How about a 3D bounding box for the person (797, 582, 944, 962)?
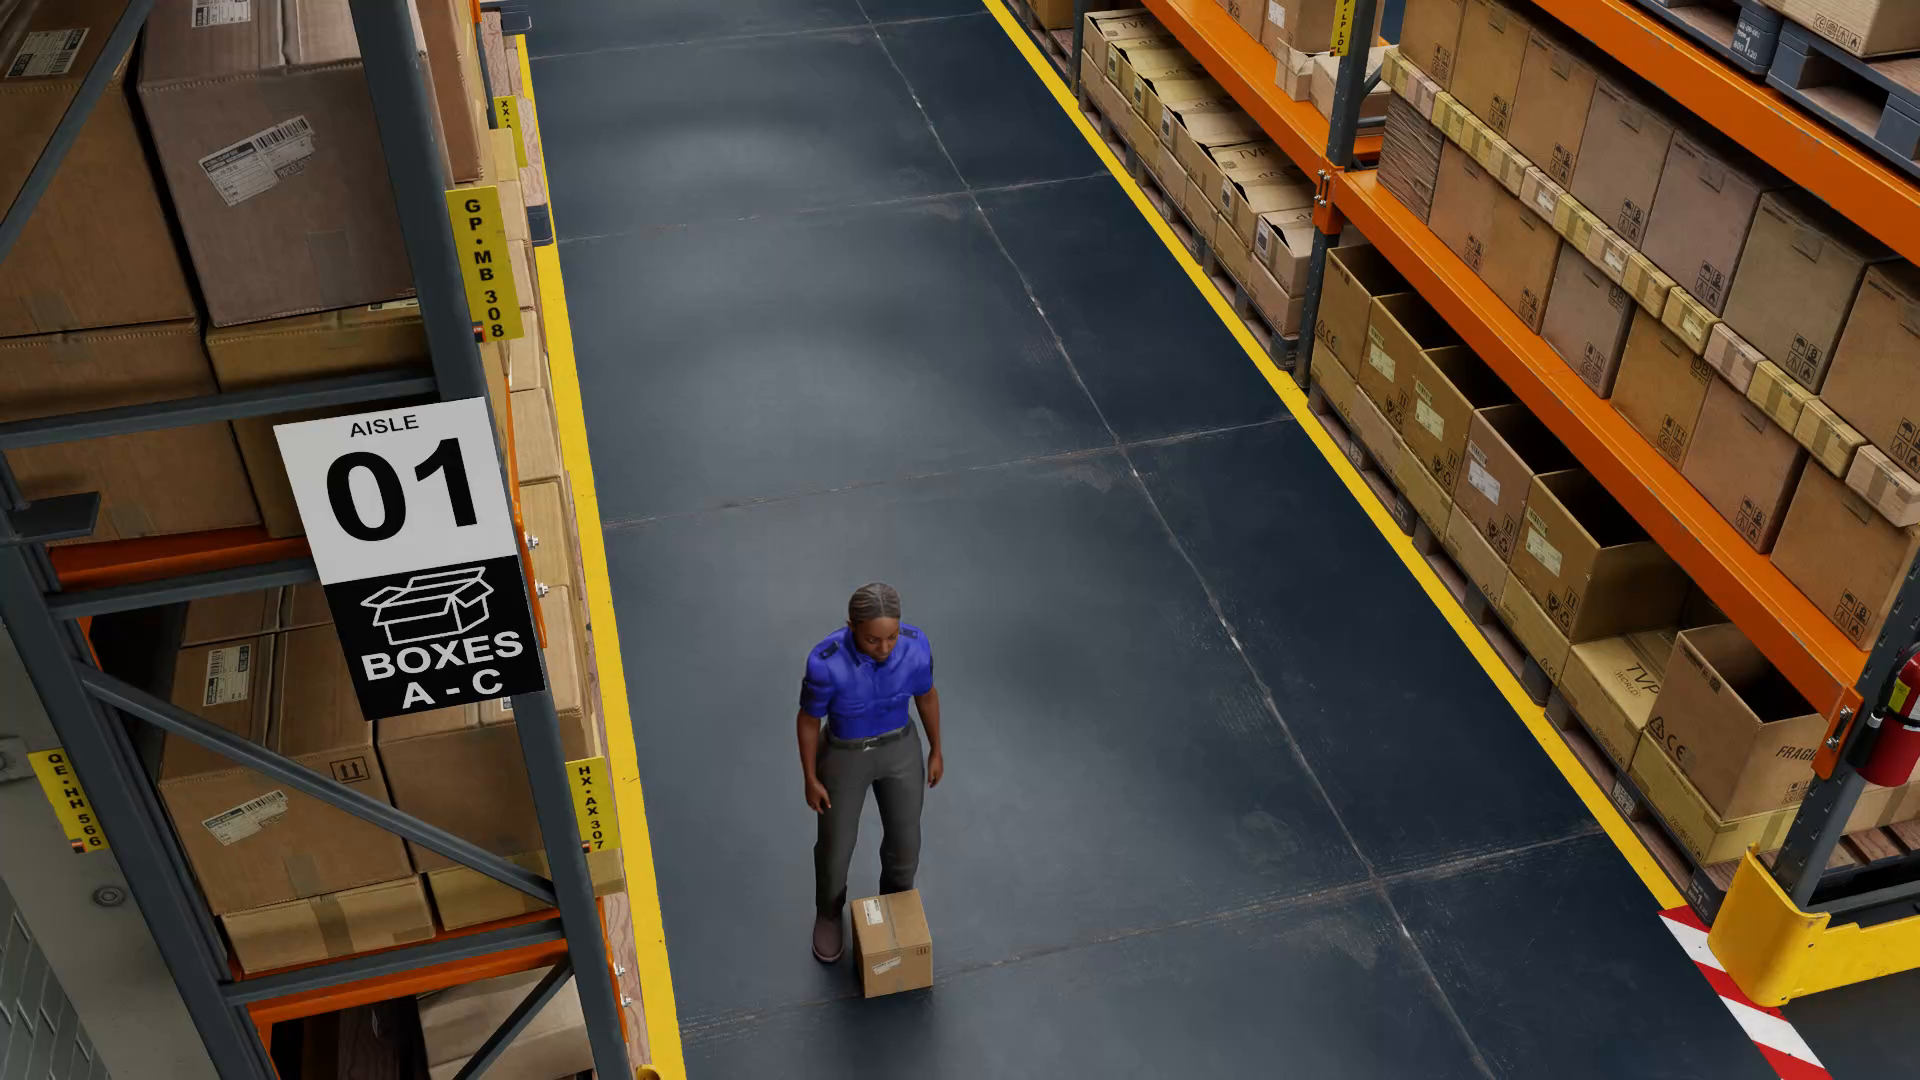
[{"bbox_3d":[-0.308,0.784,5.728,0.529,1.656,0.395,-11,40,-14],"label":"person"}]
